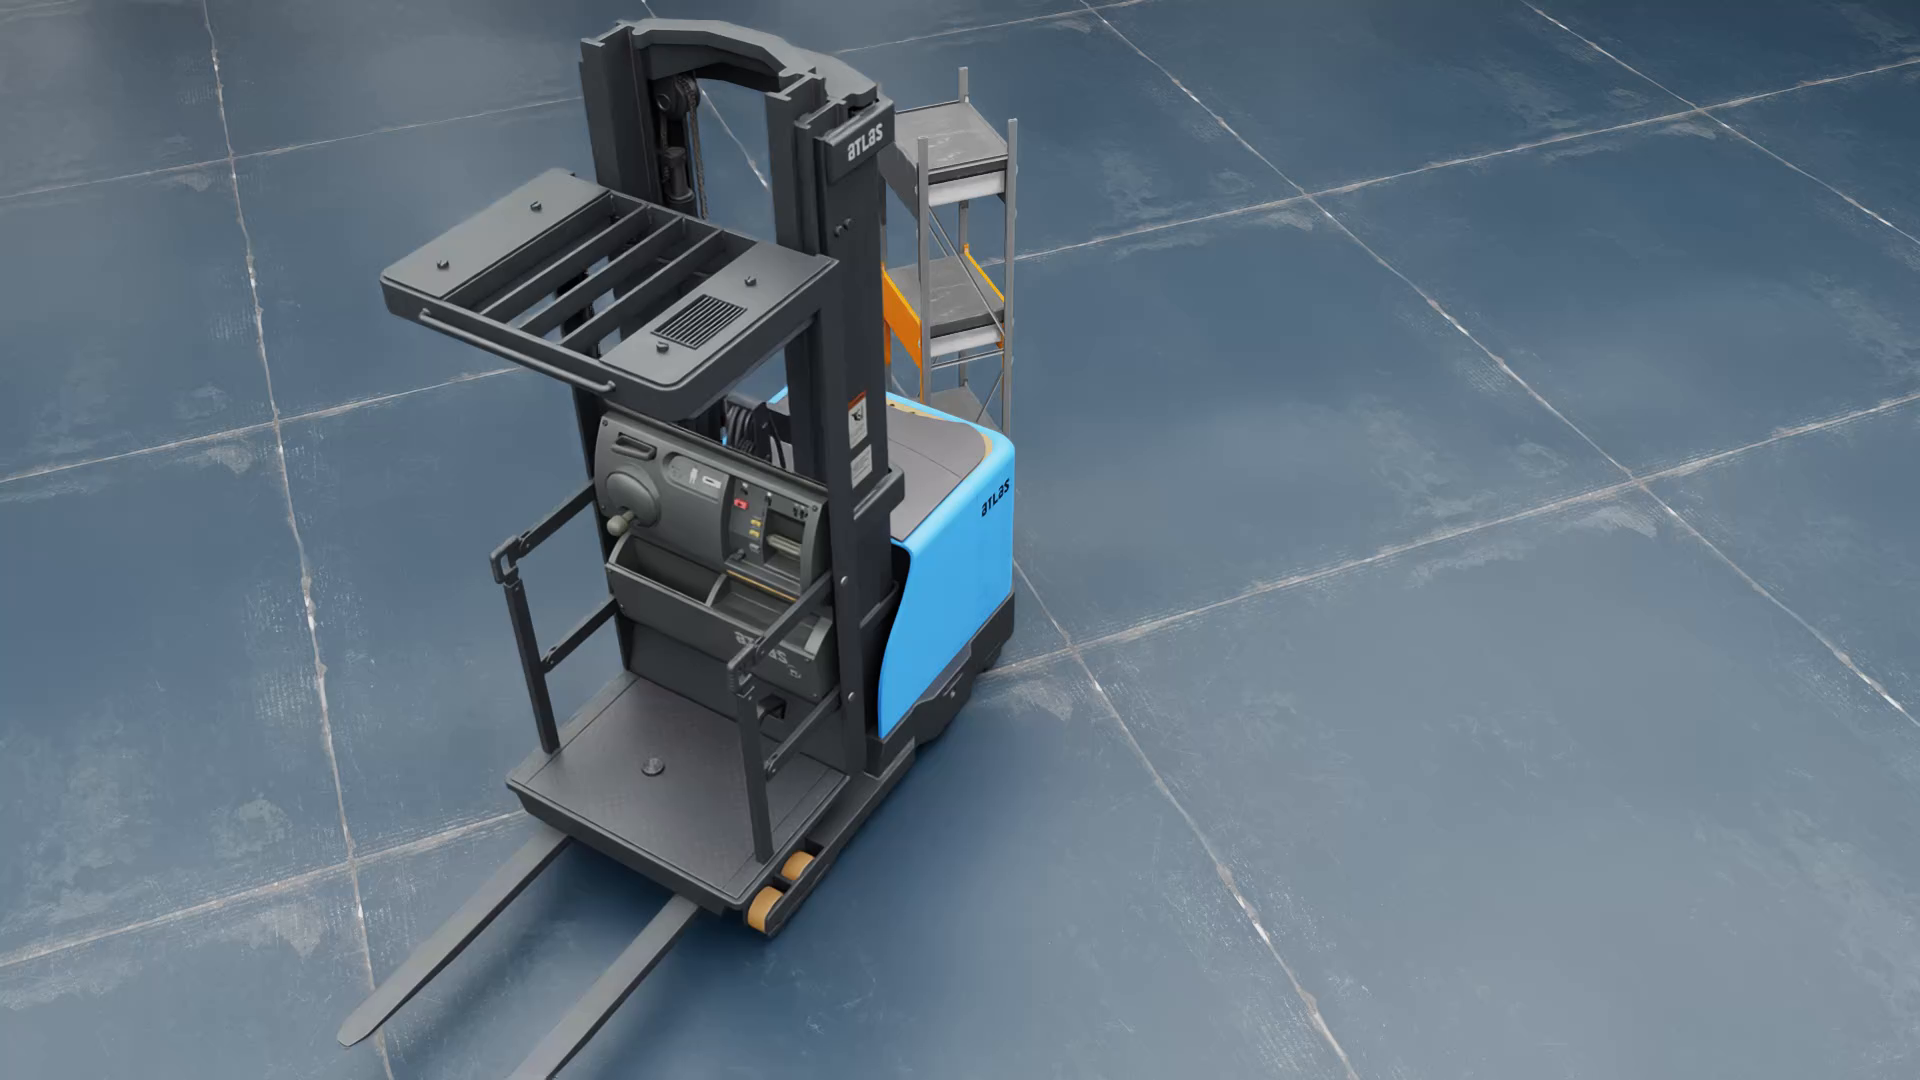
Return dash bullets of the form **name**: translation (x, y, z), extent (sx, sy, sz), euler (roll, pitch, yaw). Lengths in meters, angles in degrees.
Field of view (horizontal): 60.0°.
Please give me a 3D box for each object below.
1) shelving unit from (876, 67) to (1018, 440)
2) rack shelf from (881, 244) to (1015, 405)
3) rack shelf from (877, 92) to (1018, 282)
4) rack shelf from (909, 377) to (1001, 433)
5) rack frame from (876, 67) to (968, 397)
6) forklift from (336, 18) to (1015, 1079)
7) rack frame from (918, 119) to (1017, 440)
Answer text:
- **shelving unit**: translation (-0.063, -0.896, 7.100), extent (0.431, 2.100, 0.503), euler (-15, 43, -17)
- **rack shelf**: translation (-0.063, -0.885, 7.109), extent (0.431, 0.518, 0.480), euler (-15, 43, -17)
- **rack shelf**: translation (-0.063, -1.416, 6.652), extent (0.431, 0.518, 0.480), euler (-15, 43, -17)
- **rack shelf**: translation (-0.063, -0.355, 7.565), extent (0.431, 0.518, 0.480), euler (-15, 43, -17)
- **rack frame**: translation (-0.157, -1.043, 7.271), extent (0.400, 2.100, 0.015), euler (-15, 43, -17)
- **forklift**: translation (-0.967, -0.041, 5.468), extent (1.130, 2.935, 3.031), euler (22, 45, 23)
- **rack frame**: translation (0.030, -0.749, 6.929), extent (0.400, 2.100, 0.015), euler (-15, 43, -17)
